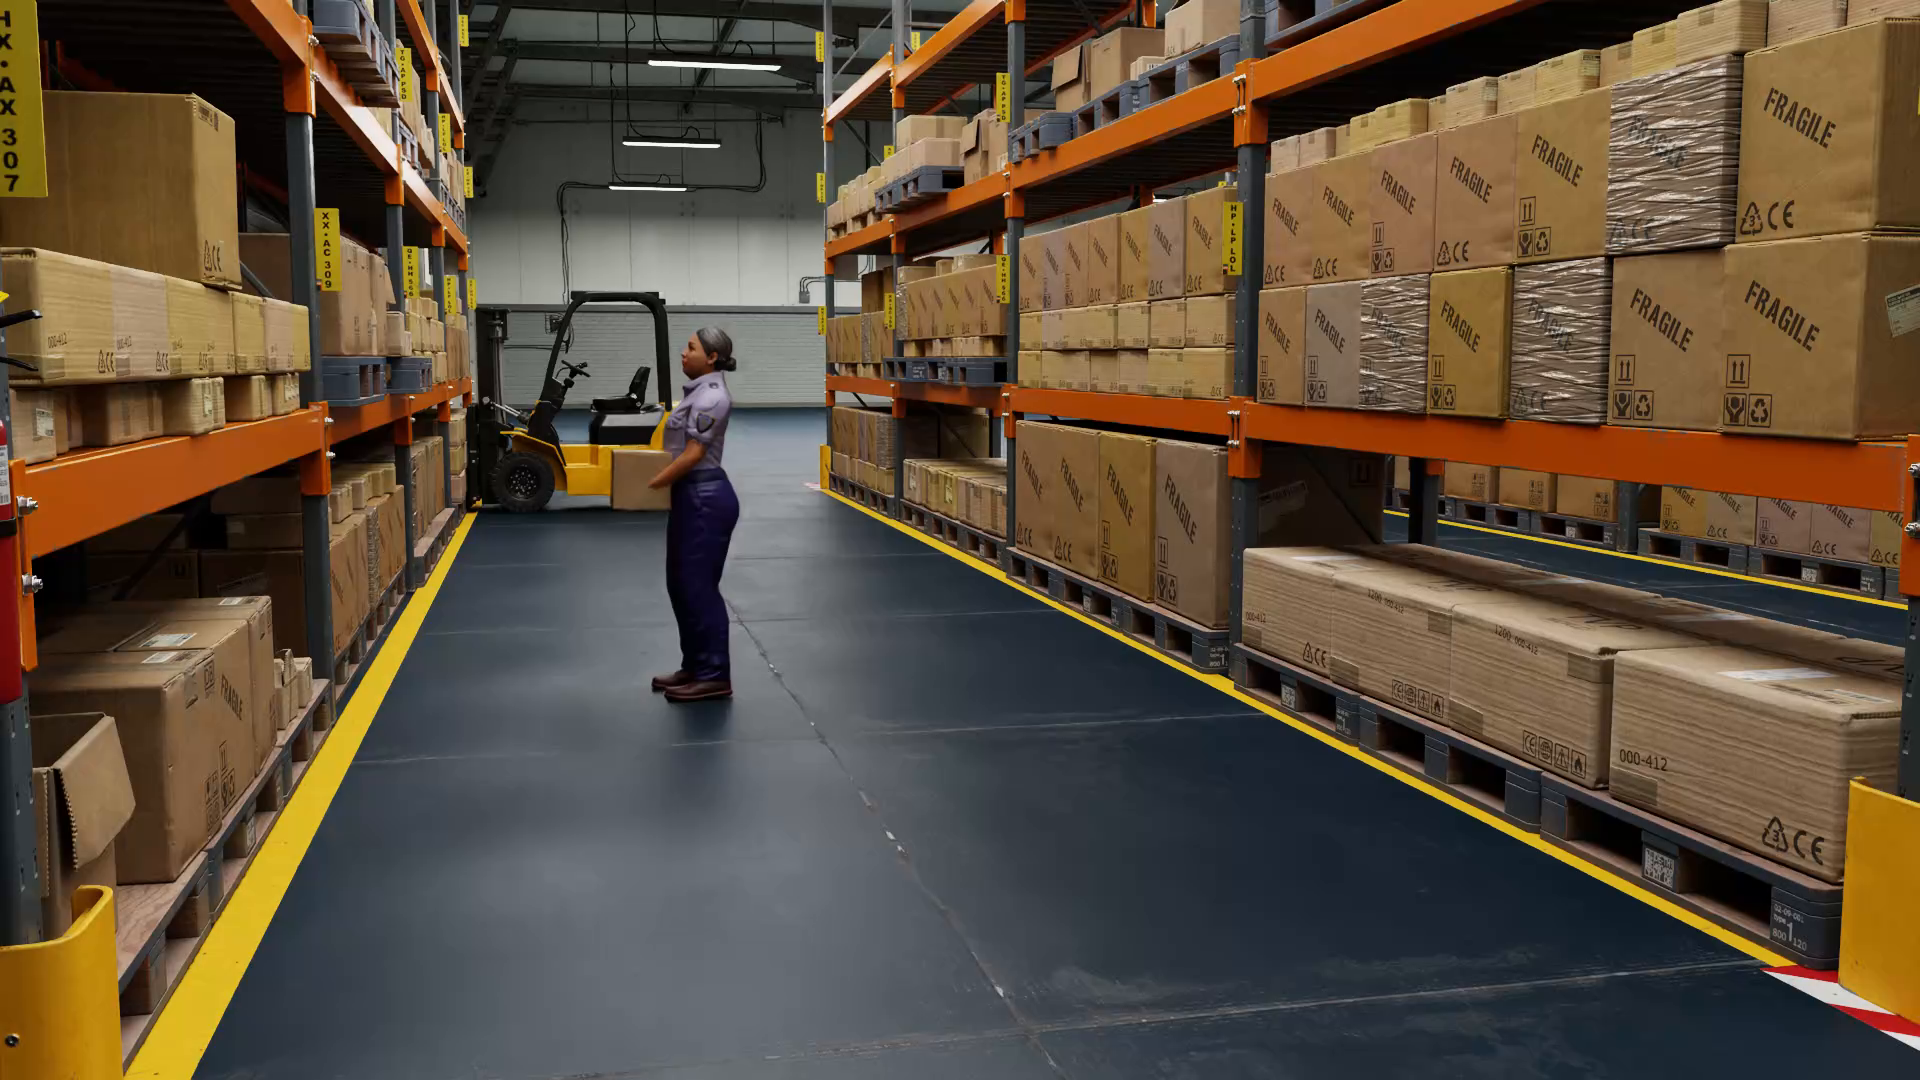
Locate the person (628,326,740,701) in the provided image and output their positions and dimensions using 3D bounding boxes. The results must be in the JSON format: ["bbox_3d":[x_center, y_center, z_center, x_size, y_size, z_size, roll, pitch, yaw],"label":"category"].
[{"bbox_3d":[-1.243,-0.123,7.423,0.511,1.636,0.455,-1,6,-12],"label":"person"}]
